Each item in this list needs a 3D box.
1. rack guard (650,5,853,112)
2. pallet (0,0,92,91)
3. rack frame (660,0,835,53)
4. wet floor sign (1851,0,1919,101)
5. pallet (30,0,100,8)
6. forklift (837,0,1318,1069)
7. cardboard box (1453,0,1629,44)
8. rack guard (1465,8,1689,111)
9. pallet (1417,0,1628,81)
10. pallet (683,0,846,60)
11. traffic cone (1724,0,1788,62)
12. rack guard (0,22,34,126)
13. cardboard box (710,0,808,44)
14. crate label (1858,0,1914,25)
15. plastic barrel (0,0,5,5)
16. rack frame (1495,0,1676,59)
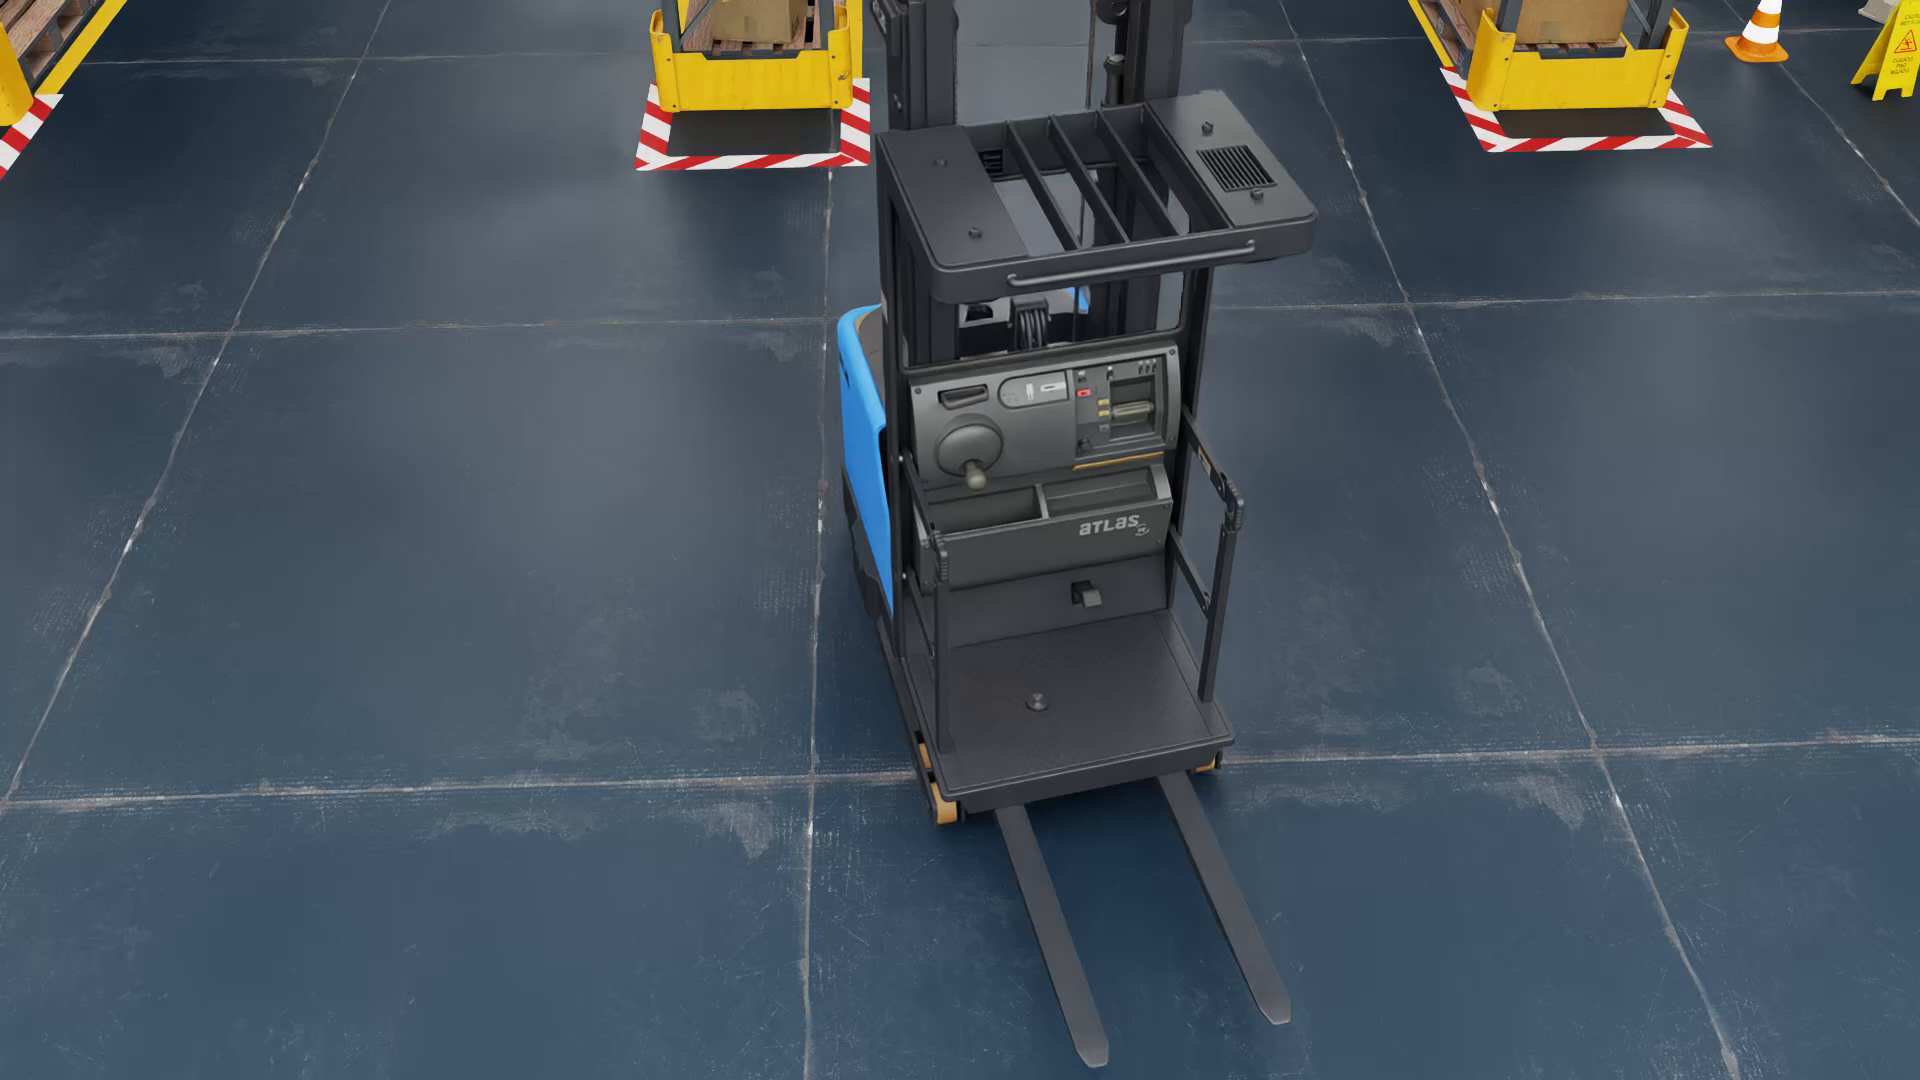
[{"bbox_3d":[-1.246,-2.909,10.054,1.175,0.500,0.348,-2,43,-2],"label":"rack guard"},{"bbox_3d":[-6.271,-3.208,10.593,1.003,0.211,1.213,-2,43,-2],"label":"pallet"},{"bbox_3d":[-1.243,-3.779,9.153,1.000,3.000,0.127,-2,43,-2],"label":"rack frame"},{"bbox_3d":[5.696,-3.023,10.070,0.267,0.644,0.232,-8,43,-9],"label":"wet floor sign"},{"bbox_3d":[-6.320,-4.029,11.490,1.003,0.211,1.213,-2,43,-2],"label":"pallet"},{"bbox_3d":[0.351,-0.330,5.441,1.130,2.935,3.031,-10,43,-10],"label":"forklift"},{"bbox_3d":[3.622,-3.681,10.307,0.875,0.875,0.875,-1,43,-2],"label":"cardboard box"},{"bbox_3d":[3.718,-2.916,10.061,1.175,0.500,0.348,-2,43,-2],"label":"rack guard"},{"bbox_3d":[3.605,-3.363,10.763,1.003,0.211,1.213,-2,43,-2],"label":"pallet"},{"bbox_3d":[-1.245,-3.352,10.751,1.003,0.211,1.213,-2,43,-2],"label":"pallet"},{"bbox_3d":[5.113,-3.317,10.527,0.336,0.463,0.334,-2,43,-2],"label":"traffic cone"},{"bbox_3d":[-6.242,-2.766,9.897,1.175,0.500,0.348,-2,43,-2],"label":"rack guard"},{"bbox_3d":[-1.253,-3.435,10.316,0.500,0.500,0.500,6,43,6],"label":"cardboard box"},{"bbox_3d":[6.161,-3.529,10.999,0.250,0.136,0.298,-23,47,-23],"label":"crate label"},{"bbox_3d":[-6.317,-3.655,10.548,0.421,0.512,0.421,0,43,0],"label":"plastic barrel"},{"bbox_3d":[3.717,-3.853,9.234,1.000,3.000,0.127,-2,43,-2],"label":"rack frame"}]
